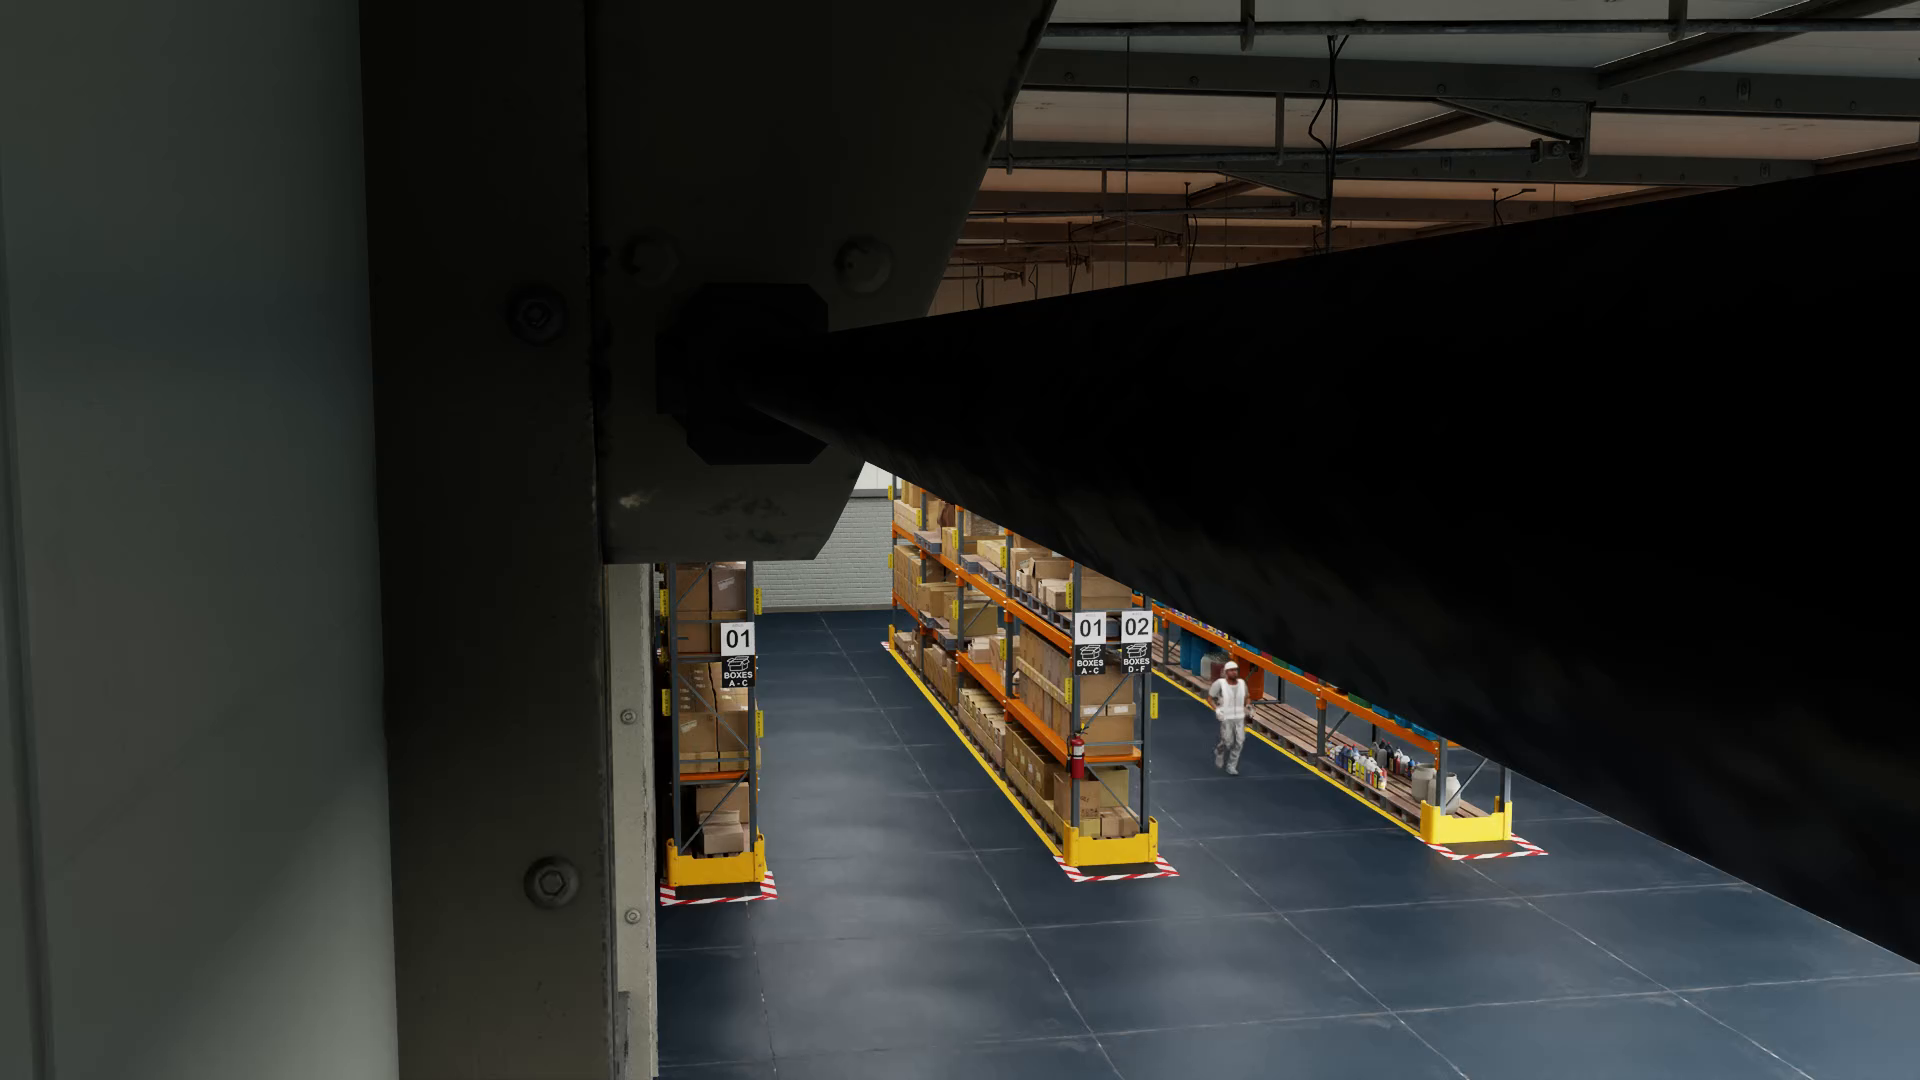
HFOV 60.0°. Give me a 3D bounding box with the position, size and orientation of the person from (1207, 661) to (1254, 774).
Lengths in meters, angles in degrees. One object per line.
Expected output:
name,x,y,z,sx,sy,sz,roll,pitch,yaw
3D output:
person,4.151,2.721,25.412,0.673,1.733,0.611,-2,6,-15
